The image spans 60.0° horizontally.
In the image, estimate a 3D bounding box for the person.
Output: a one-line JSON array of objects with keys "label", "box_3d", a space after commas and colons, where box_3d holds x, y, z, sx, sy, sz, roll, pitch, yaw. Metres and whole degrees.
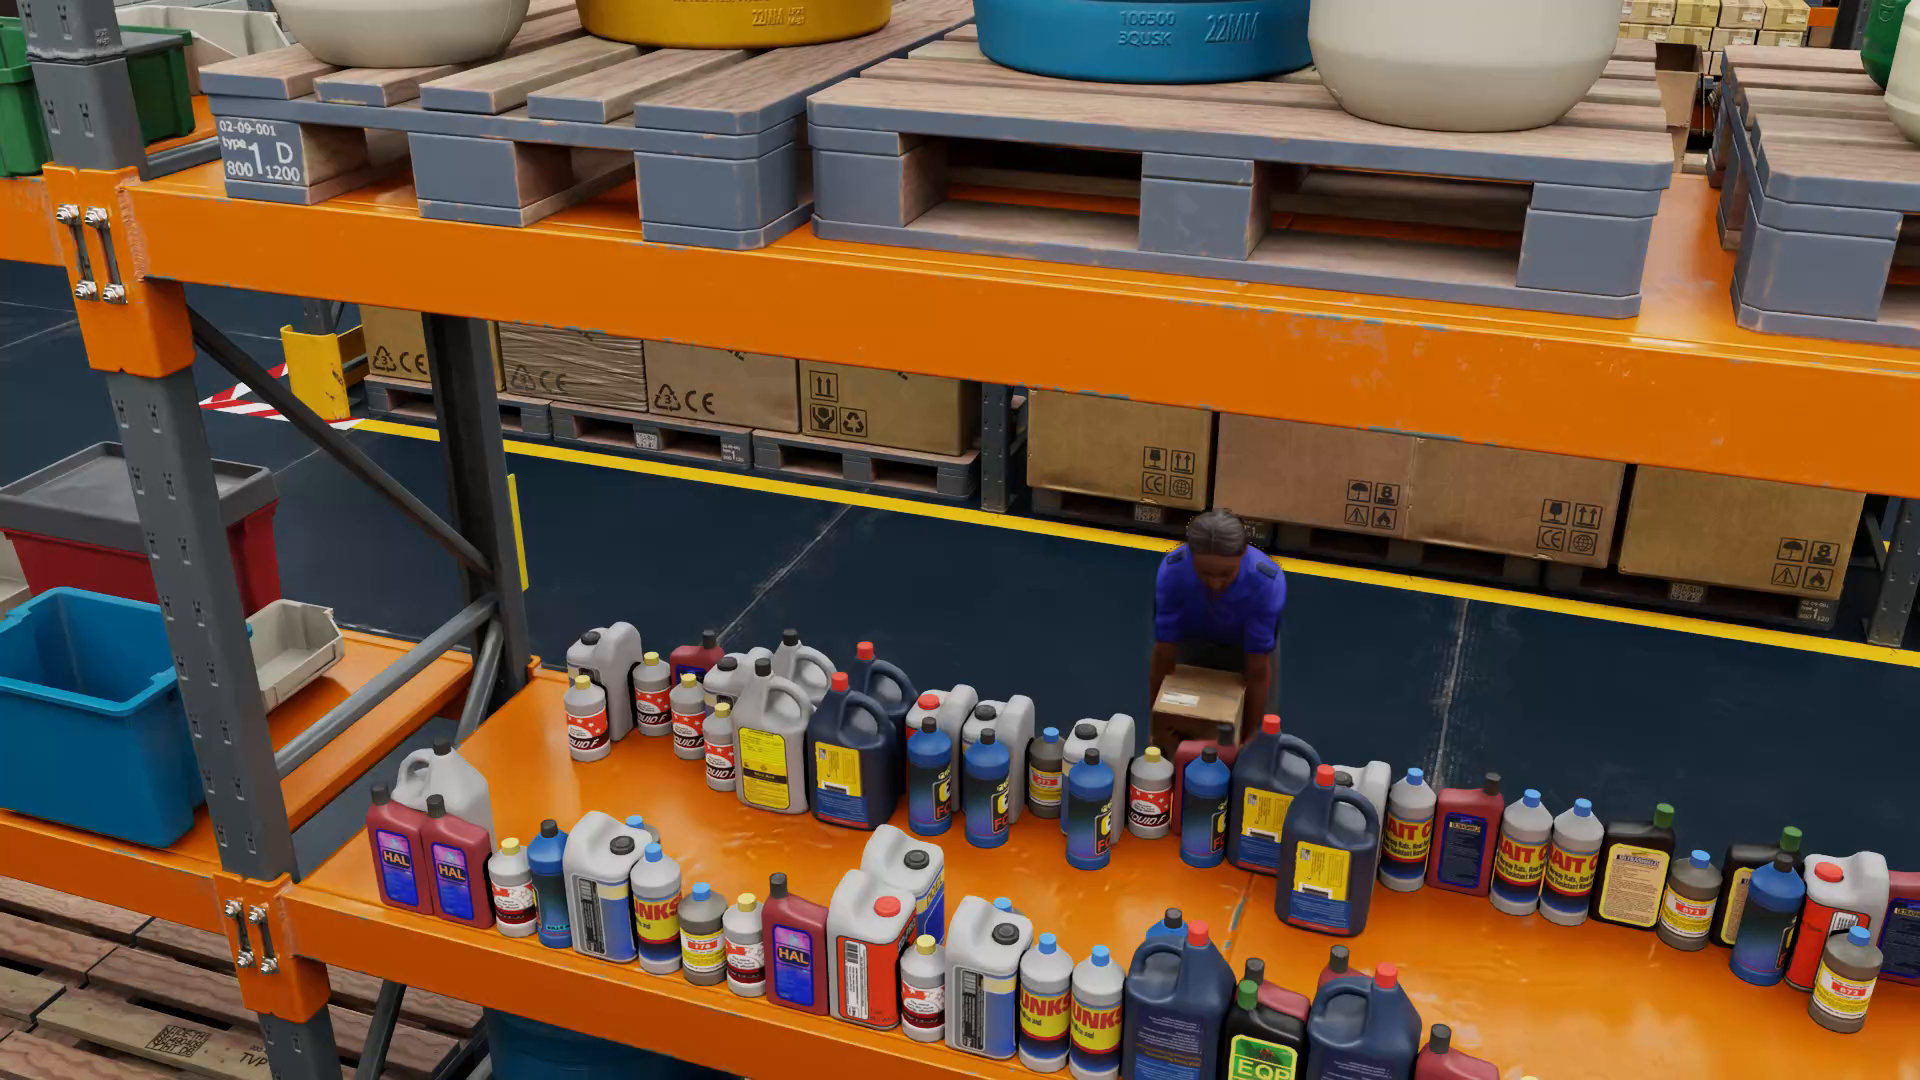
[{"label": "person", "box_3d": [0.802, 0.502, 5.272, 0.409, 1.502, 0.656, 8, 27, 16]}]
